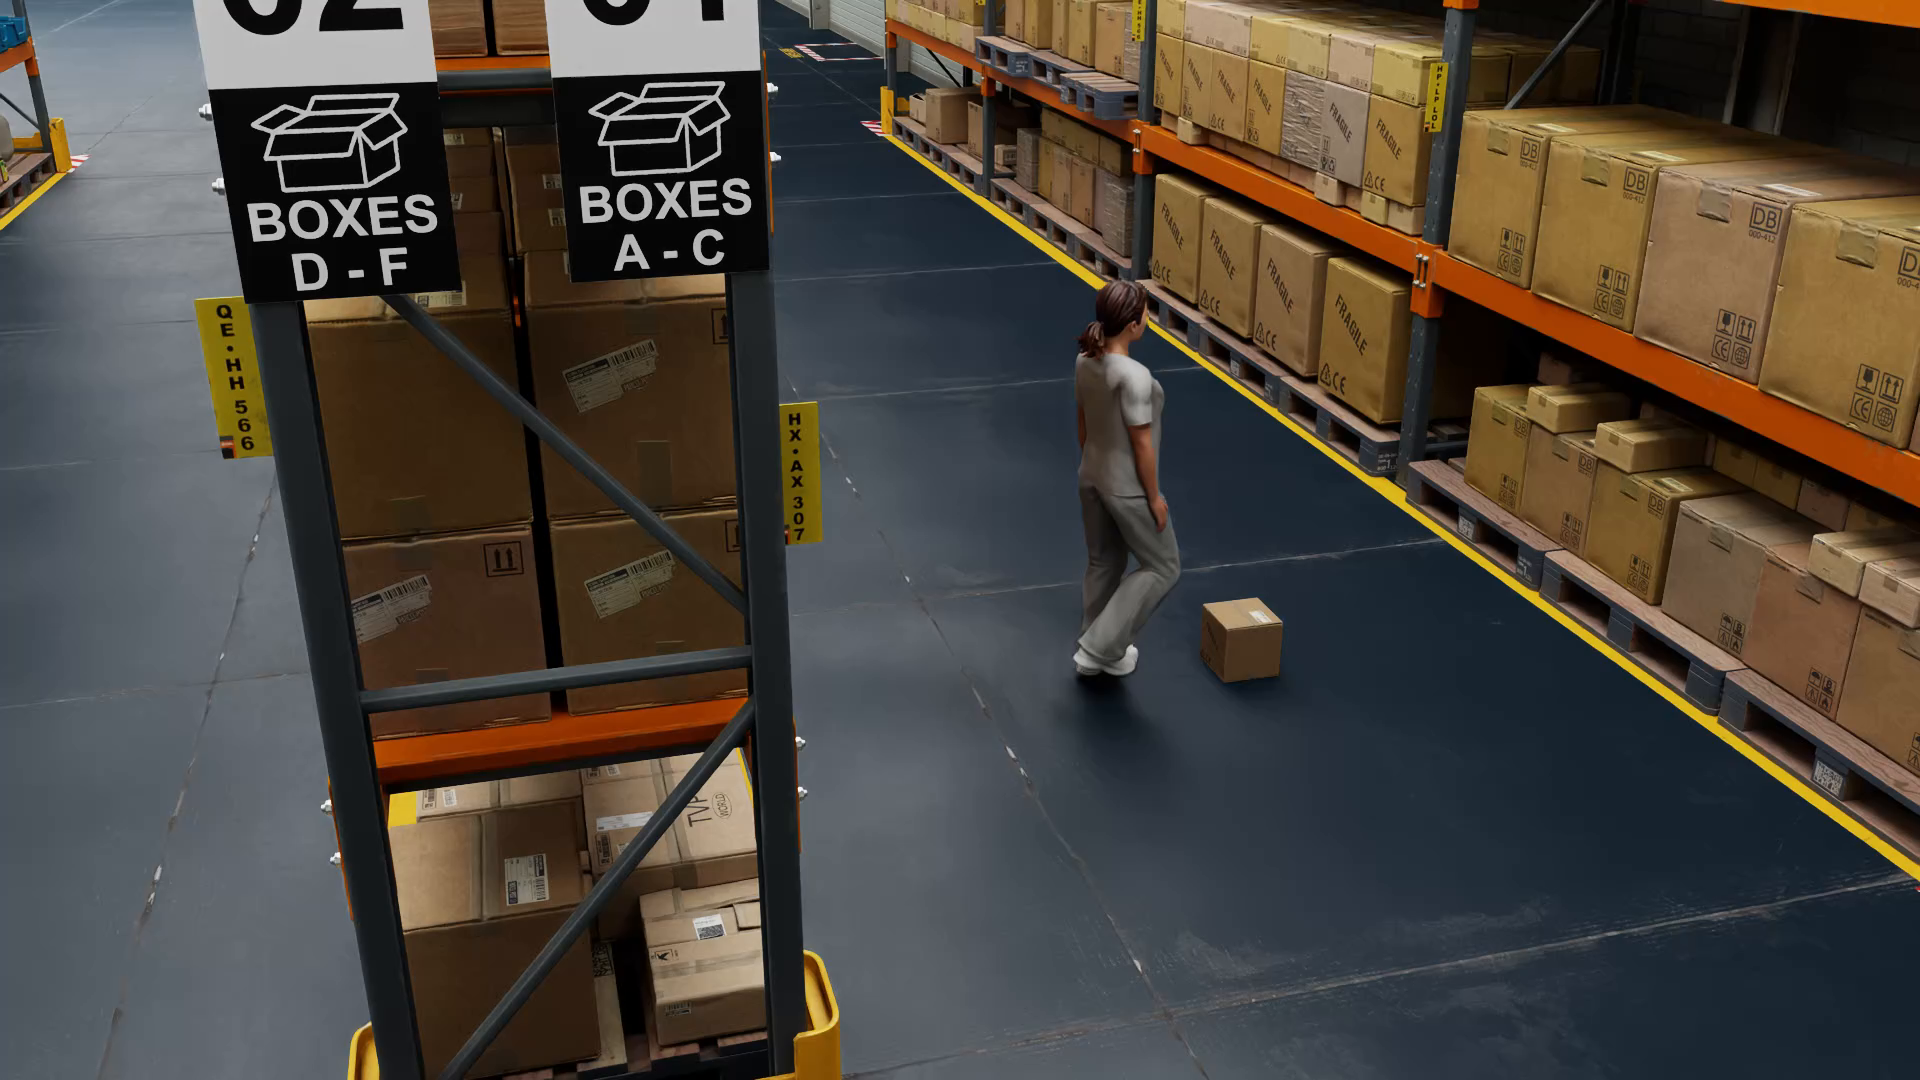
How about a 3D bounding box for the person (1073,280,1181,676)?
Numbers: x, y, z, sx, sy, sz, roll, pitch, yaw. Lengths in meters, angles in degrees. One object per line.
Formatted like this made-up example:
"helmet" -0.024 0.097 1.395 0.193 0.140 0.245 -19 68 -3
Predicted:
"person" 0.617 -0.197 6.522 0.431 1.677 0.465 -13 26 -27
